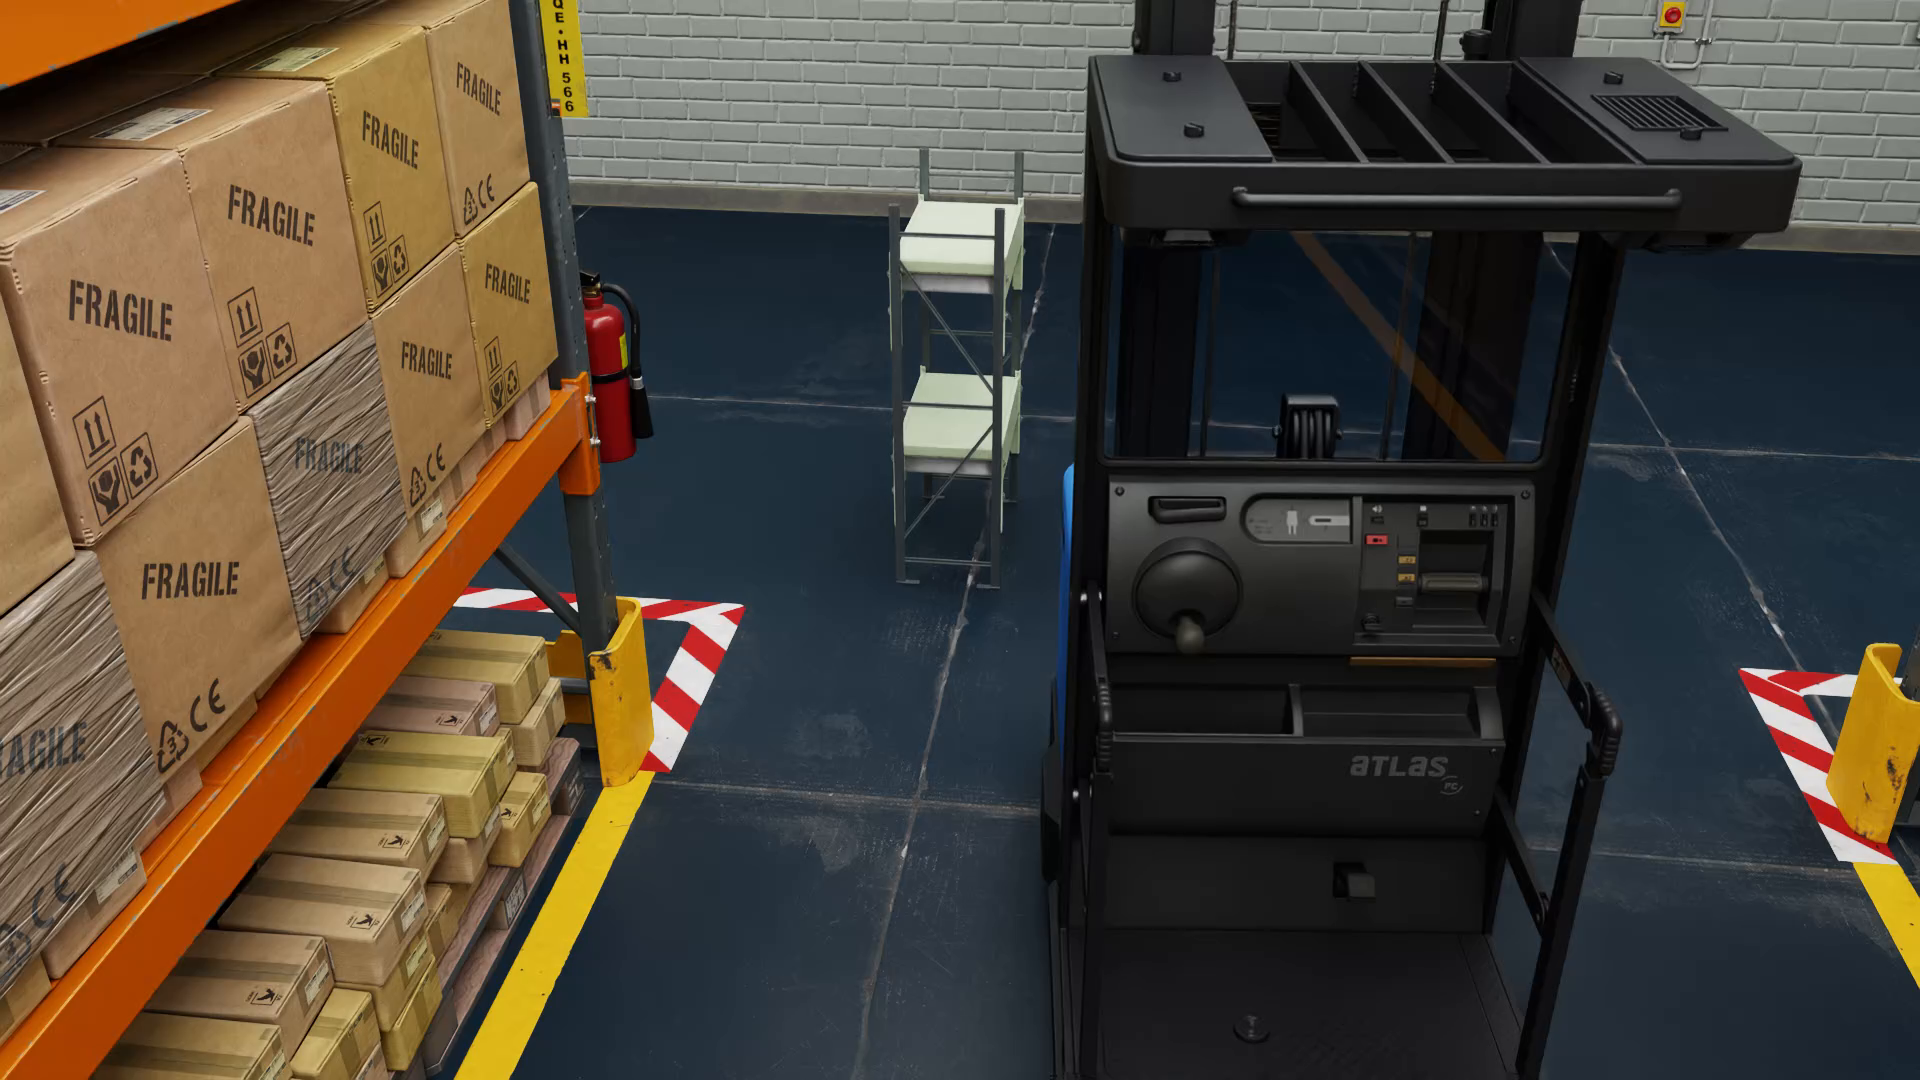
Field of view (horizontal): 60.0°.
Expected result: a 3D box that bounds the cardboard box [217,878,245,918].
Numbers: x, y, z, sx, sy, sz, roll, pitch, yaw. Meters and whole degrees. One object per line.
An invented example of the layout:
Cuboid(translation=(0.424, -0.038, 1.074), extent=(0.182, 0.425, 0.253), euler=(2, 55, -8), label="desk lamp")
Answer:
Cuboid(translation=(-2.098, 0.976, 4.338), extent=(0.380, 0.149, 0.250), euler=(4, 29, 7), label="cardboard box")

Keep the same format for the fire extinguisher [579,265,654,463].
Cuboid(translation=(-1.112, -0.575, 5.129), extent=(0.296, 0.674, 0.183), euler=(3, 28, 6), label="fire extinguisher")

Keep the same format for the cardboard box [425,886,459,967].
Cuboid(translation=(-1.525, 1.012, 4.271), extent=(0.380, 0.149, 0.250), euler=(4, 29, 7), label="cardboard box")

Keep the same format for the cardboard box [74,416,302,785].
Cuboid(translation=(-1.593, 0.086, 3.009), extent=(0.500, 0.500, 0.500), euler=(5, 29, 9), label="cardboard box")

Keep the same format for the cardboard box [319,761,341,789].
Cuboid(translation=(-1.934, 0.745, 4.767), extent=(0.380, 0.149, 0.250), euler=(3, 28, 6), label="cardboard box")

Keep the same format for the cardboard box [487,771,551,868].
Cuboid(translation=(-1.390, 0.776, 4.710), extent=(0.380, 0.149, 0.250), euler=(4, 29, 8), label="cardboard box")

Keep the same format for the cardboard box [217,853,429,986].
Cuboid(translation=(-1.480, 0.883, 3.884), extent=(0.380, 0.149, 0.250), euler=(4, 29, 8), label="cardboard box")

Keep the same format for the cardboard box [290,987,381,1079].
Cuboid(translation=(-1.545, 1.132, 3.736), extent=(0.380, 0.149, 0.250), euler=(5, 29, 9), label="cardboard box")

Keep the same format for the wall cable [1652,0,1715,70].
Cuboid(translation=(3.991, -3.558, 9.087), extent=(0.585, 1.953, 0.123), euler=(3, 28, 6), label="wall cable")

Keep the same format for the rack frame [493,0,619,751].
Cuboid(translation=(-1.601, -0.681, 4.852), extent=(1.000, 3.000, 0.127), euler=(3, 28, 6), label="rack frame")

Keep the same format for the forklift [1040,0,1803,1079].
Cuboid(translation=(0.787, 0.103, 3.469), extent=(1.130, 2.935, 3.031), euler=(1, 28, 1), label="forklift")

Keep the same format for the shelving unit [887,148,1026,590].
Cuboid(translation=(-0.001, -0.657, 6.388), extent=(0.431, 1.500, 0.755), euler=(3, 28, 6), label="shelving unit")

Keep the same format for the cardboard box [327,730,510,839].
Cuboid(translation=(-1.408, 0.635, 4.344), extent=(0.380, 0.149, 0.250), euler=(3, 28, 5), label="cardboard box")

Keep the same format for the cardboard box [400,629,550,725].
Cuboid(translation=(-1.415, 0.391, 4.797), extent=(0.380, 0.149, 0.250), euler=(4, 29, 7), label="cardboard box")

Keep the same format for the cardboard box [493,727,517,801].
Cuboid(translation=(-1.468, 0.643, 4.643), extent=(0.380, 0.149, 0.250), euler=(3, 28, 5), label="cardboard box")

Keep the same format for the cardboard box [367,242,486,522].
Cuboid(translation=(-1.469, -0.387, 3.888), extent=(0.500, 0.500, 0.500), euler=(3, 28, 5), label="cardboard box")

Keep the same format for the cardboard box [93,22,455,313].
Cuboid(translation=(-1.473, -0.828, 3.651), extent=(0.500, 0.500, 0.500), euler=(2, 28, 4), label="cardboard box")

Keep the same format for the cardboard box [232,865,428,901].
Cuboid(translation=(-1.580, 0.888, 4.188), extent=(0.380, 0.149, 0.250), euler=(3, 28, 6), label="cardboard box")

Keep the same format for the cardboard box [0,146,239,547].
Cuboid(translation=(-1.589, -0.333, 2.733), extent=(0.500, 0.500, 0.500), euler=(2, 28, 4), label="cardboard box")

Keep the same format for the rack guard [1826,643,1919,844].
Cuboid(translation=(3.327, 0.648, 5.020), extent=(1.175, 0.500, 0.348), euler=(3, 28, 6), label="rack guard")

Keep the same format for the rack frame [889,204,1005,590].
Cuboid(translation=(-0.046, -0.485, 6.069), extent=(0.400, 1.500, 0.023), euler=(3, 28, 6), label="rack frame")

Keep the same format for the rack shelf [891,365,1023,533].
Cuboid(translation=(-0.001, -0.370, 6.543), extent=(0.431, 0.370, 0.720), euler=(3, 28, 6), label="rack shelf")

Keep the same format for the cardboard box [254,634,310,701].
Cuboid(translation=(-1.606, 0.201, 3.480), extent=(0.380, 0.149, 0.250), euler=(2, 28, 4), label="cardboard box")

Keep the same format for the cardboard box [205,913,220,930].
Cuboid(translation=(-2.029, 0.981, 4.016), extent=(0.380, 0.149, 0.250), euler=(2, 28, 4), label="cardboard box")

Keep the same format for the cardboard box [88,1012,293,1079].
Cuboid(translation=(-1.627, 1.126, 3.434), extent=(0.380, 0.149, 0.250), euler=(3, 29, 6), label="cardboard box")

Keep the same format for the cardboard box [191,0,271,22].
Cuboid(translation=(-1.920, -1.100, 4.157), extent=(0.500, 0.500, 0.500), euler=(3, 28, 6), label="cardboard box")

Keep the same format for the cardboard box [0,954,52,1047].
Cuboid(translation=(-1.658, 0.701, 2.551), extent=(0.380, 0.149, 0.250), euler=(4, 29, 7), label="cardboard box")

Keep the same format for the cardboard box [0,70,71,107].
Cuboid(translation=(-2.061, -0.619, 3.263), extent=(0.500, 0.500, 0.500), euler=(3, 28, 5), label="cardboard box")

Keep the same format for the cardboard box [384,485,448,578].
Cuboid(translation=(-1.452, -0.045, 3.936), extent=(0.380, 0.149, 0.250), euler=(4, 29, 8), label="cardboard box")

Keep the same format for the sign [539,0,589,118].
Cuboid(translation=(-1.053, -1.288, 4.425), extent=(0.100, 0.325, 0.005), euler=(3, 28, 6), label="sign")

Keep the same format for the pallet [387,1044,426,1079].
Cuboid(translation=(-1.897, 1.535, 3.678), extent=(1.003, 0.211, 1.213), euler=(3, 28, 6), label="pallet")

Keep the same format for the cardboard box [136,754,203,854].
Cuboid(translation=(-1.632, 0.446, 3.024), extent=(0.380, 0.149, 0.250), euler=(4, 29, 8), label="cardboard box")

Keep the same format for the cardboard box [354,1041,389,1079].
Cuboid(translation=(-1.547, 1.263, 3.805), extent=(0.380, 0.149, 0.250), euler=(4, 29, 7), label="cardboard box")

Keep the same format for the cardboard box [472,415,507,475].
Cuboid(translation=(-1.428, -0.286, 4.383), extent=(0.380, 0.149, 0.250), euler=(3, 28, 6), label="cardboard box")
